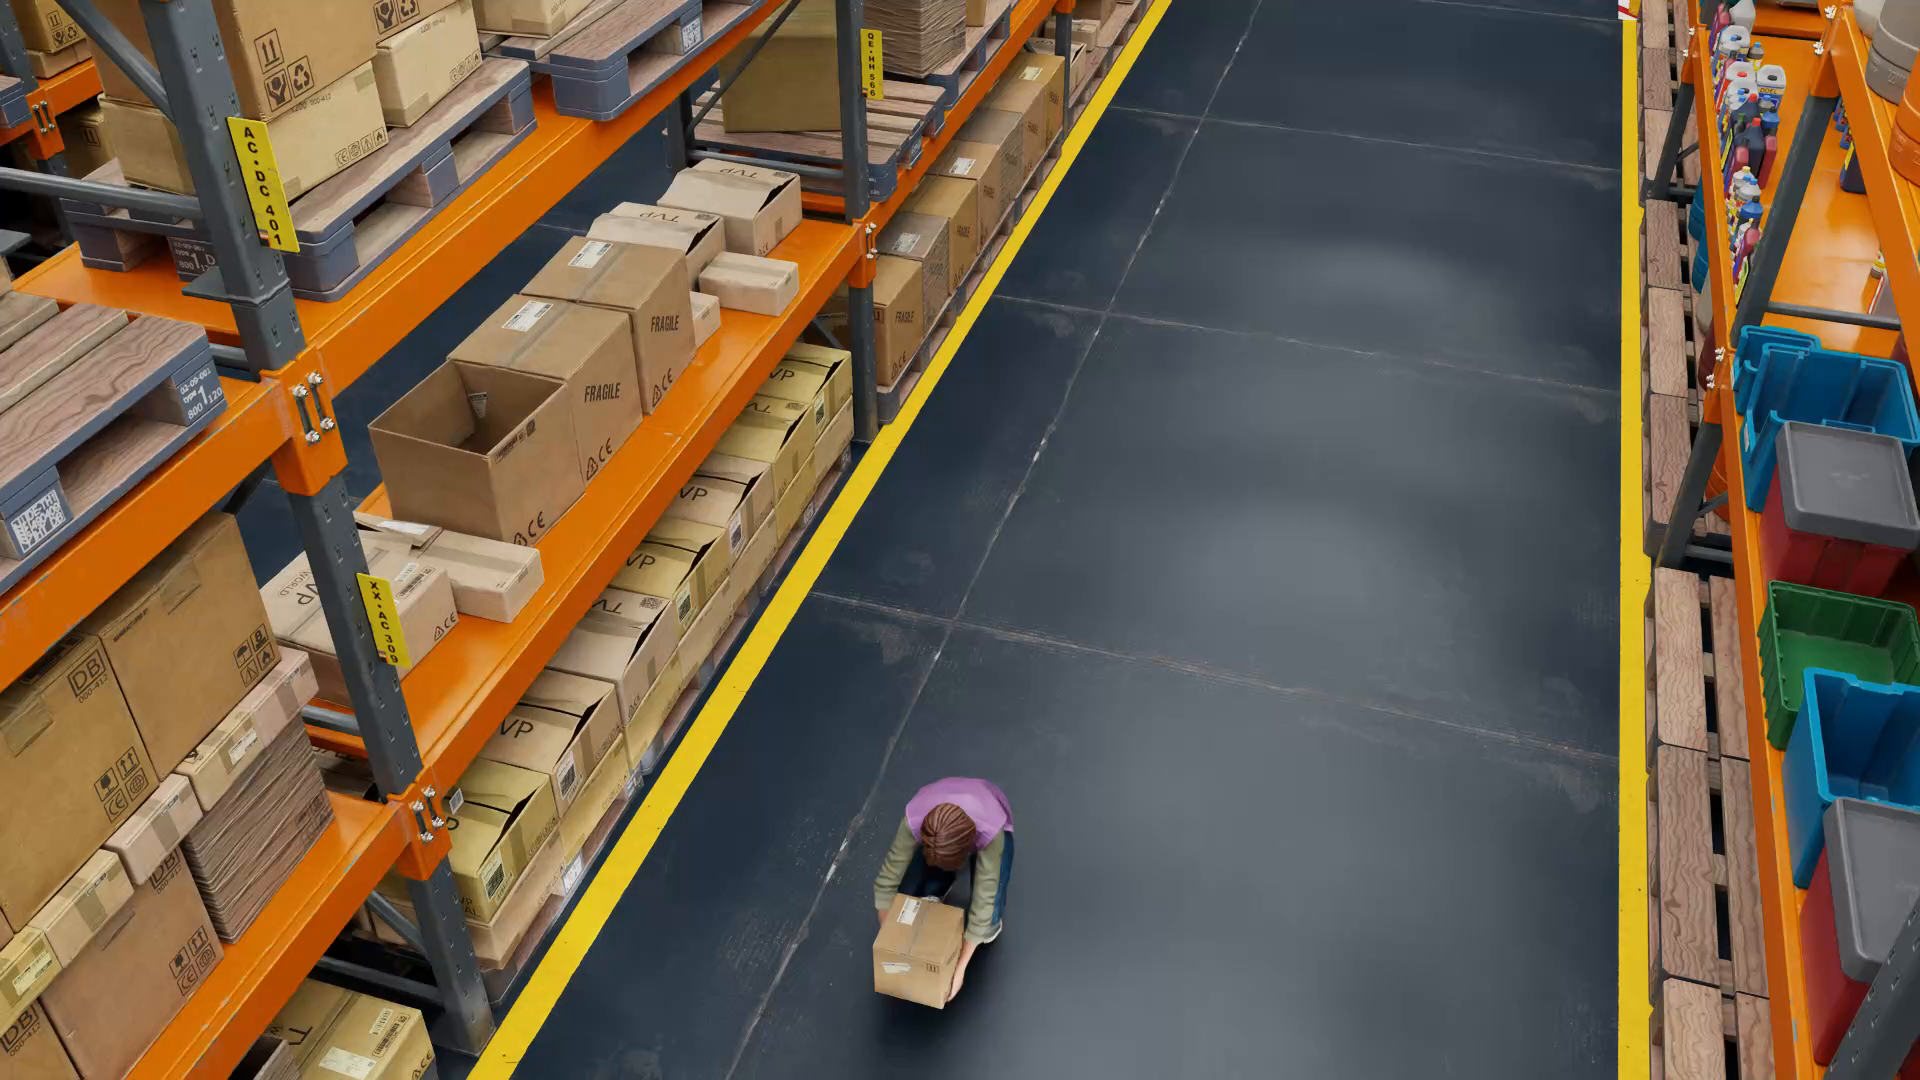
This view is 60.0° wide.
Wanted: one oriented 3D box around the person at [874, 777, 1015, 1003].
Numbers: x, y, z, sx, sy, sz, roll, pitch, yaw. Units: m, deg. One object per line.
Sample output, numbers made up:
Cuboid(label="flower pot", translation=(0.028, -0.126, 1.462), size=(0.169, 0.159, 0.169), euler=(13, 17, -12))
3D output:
Cuboid(label="person", translation=(-0.034, 1.152, 5.996), size=(0.449, 0.877, 0.811), euler=(11, 39, 14))
